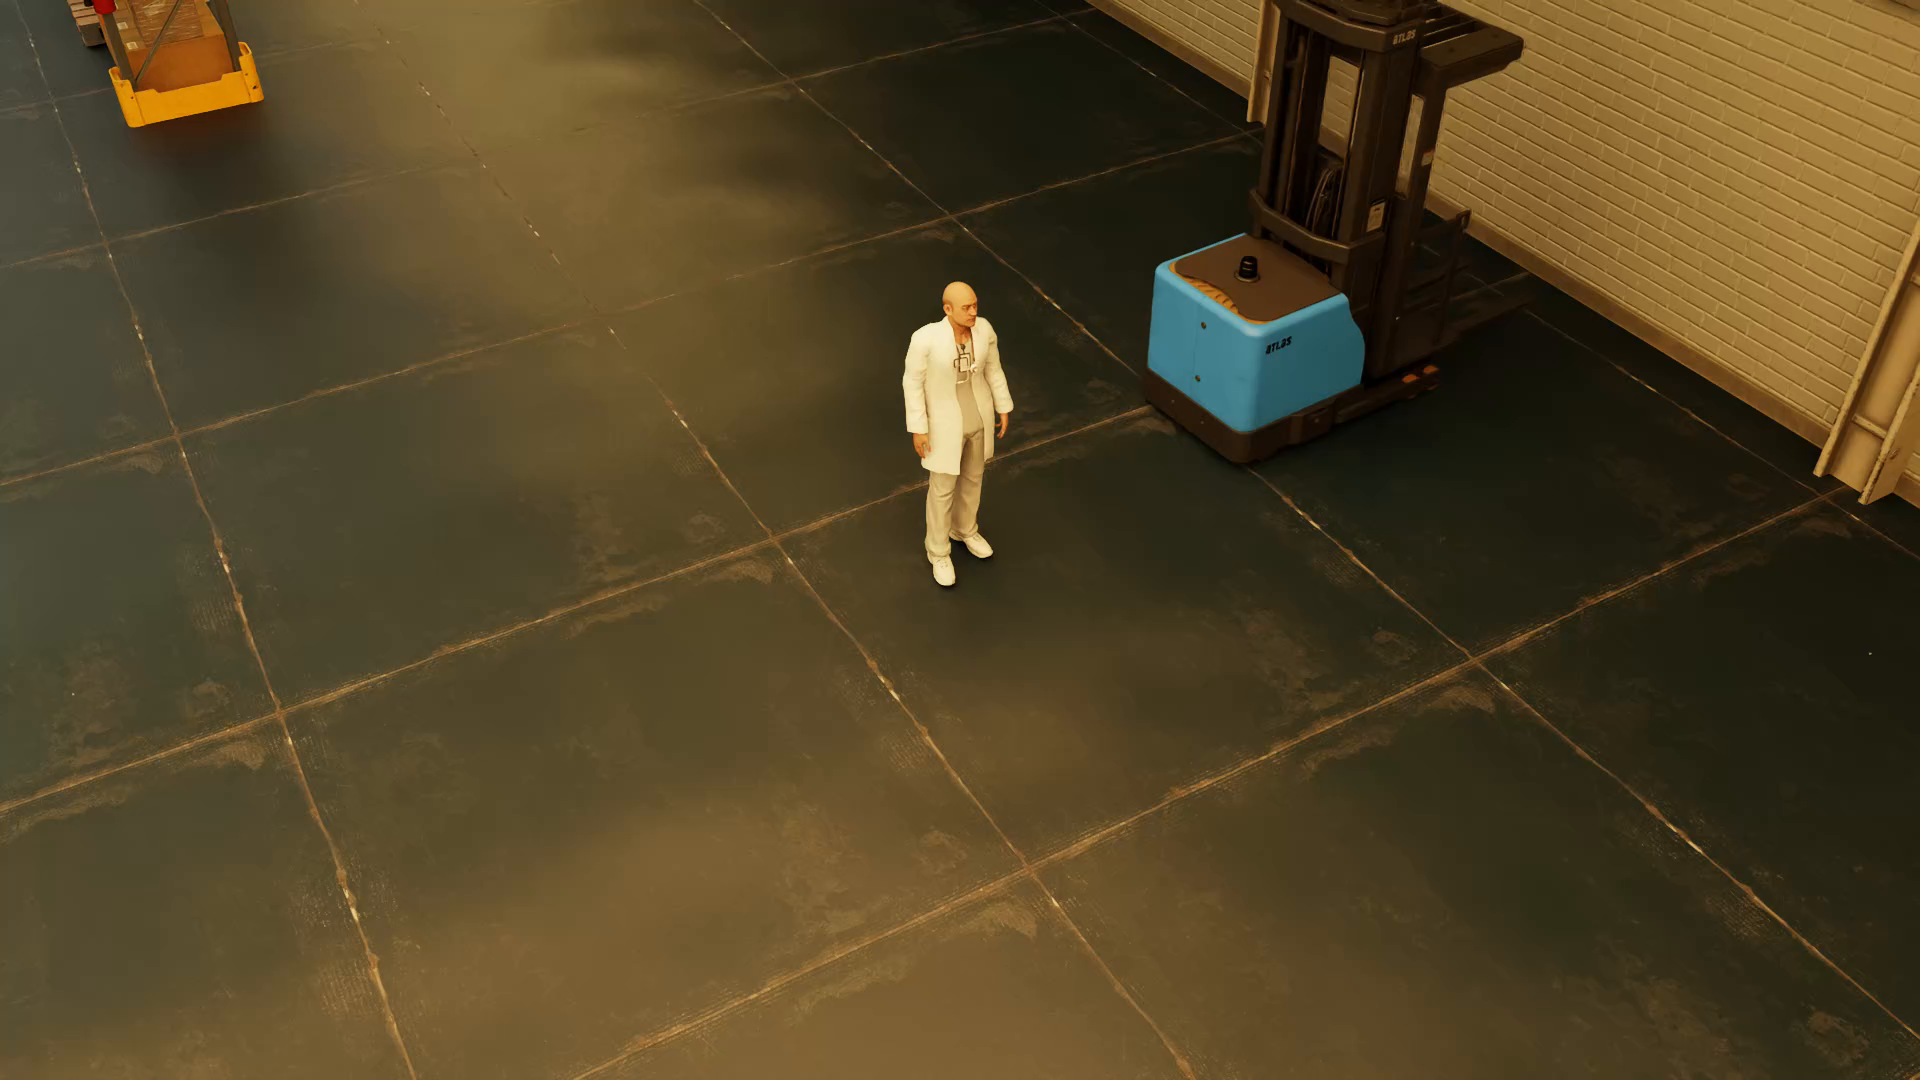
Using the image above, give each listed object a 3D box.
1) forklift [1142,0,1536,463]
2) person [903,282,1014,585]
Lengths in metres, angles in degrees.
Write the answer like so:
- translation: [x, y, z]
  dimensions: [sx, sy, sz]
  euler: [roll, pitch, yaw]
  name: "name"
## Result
- translation: [2.761, -2.364, 10.887]
  dimensions: [3.031, 2.935, 1.130]
  euler: [-23, 45, -26]
  name: "forklift"
- translation: [0.041, -0.638, 9.698]
  dimensions: [0.694, 1.776, 0.581]
  euler: [-20, 44, -23]
  name: "person"
